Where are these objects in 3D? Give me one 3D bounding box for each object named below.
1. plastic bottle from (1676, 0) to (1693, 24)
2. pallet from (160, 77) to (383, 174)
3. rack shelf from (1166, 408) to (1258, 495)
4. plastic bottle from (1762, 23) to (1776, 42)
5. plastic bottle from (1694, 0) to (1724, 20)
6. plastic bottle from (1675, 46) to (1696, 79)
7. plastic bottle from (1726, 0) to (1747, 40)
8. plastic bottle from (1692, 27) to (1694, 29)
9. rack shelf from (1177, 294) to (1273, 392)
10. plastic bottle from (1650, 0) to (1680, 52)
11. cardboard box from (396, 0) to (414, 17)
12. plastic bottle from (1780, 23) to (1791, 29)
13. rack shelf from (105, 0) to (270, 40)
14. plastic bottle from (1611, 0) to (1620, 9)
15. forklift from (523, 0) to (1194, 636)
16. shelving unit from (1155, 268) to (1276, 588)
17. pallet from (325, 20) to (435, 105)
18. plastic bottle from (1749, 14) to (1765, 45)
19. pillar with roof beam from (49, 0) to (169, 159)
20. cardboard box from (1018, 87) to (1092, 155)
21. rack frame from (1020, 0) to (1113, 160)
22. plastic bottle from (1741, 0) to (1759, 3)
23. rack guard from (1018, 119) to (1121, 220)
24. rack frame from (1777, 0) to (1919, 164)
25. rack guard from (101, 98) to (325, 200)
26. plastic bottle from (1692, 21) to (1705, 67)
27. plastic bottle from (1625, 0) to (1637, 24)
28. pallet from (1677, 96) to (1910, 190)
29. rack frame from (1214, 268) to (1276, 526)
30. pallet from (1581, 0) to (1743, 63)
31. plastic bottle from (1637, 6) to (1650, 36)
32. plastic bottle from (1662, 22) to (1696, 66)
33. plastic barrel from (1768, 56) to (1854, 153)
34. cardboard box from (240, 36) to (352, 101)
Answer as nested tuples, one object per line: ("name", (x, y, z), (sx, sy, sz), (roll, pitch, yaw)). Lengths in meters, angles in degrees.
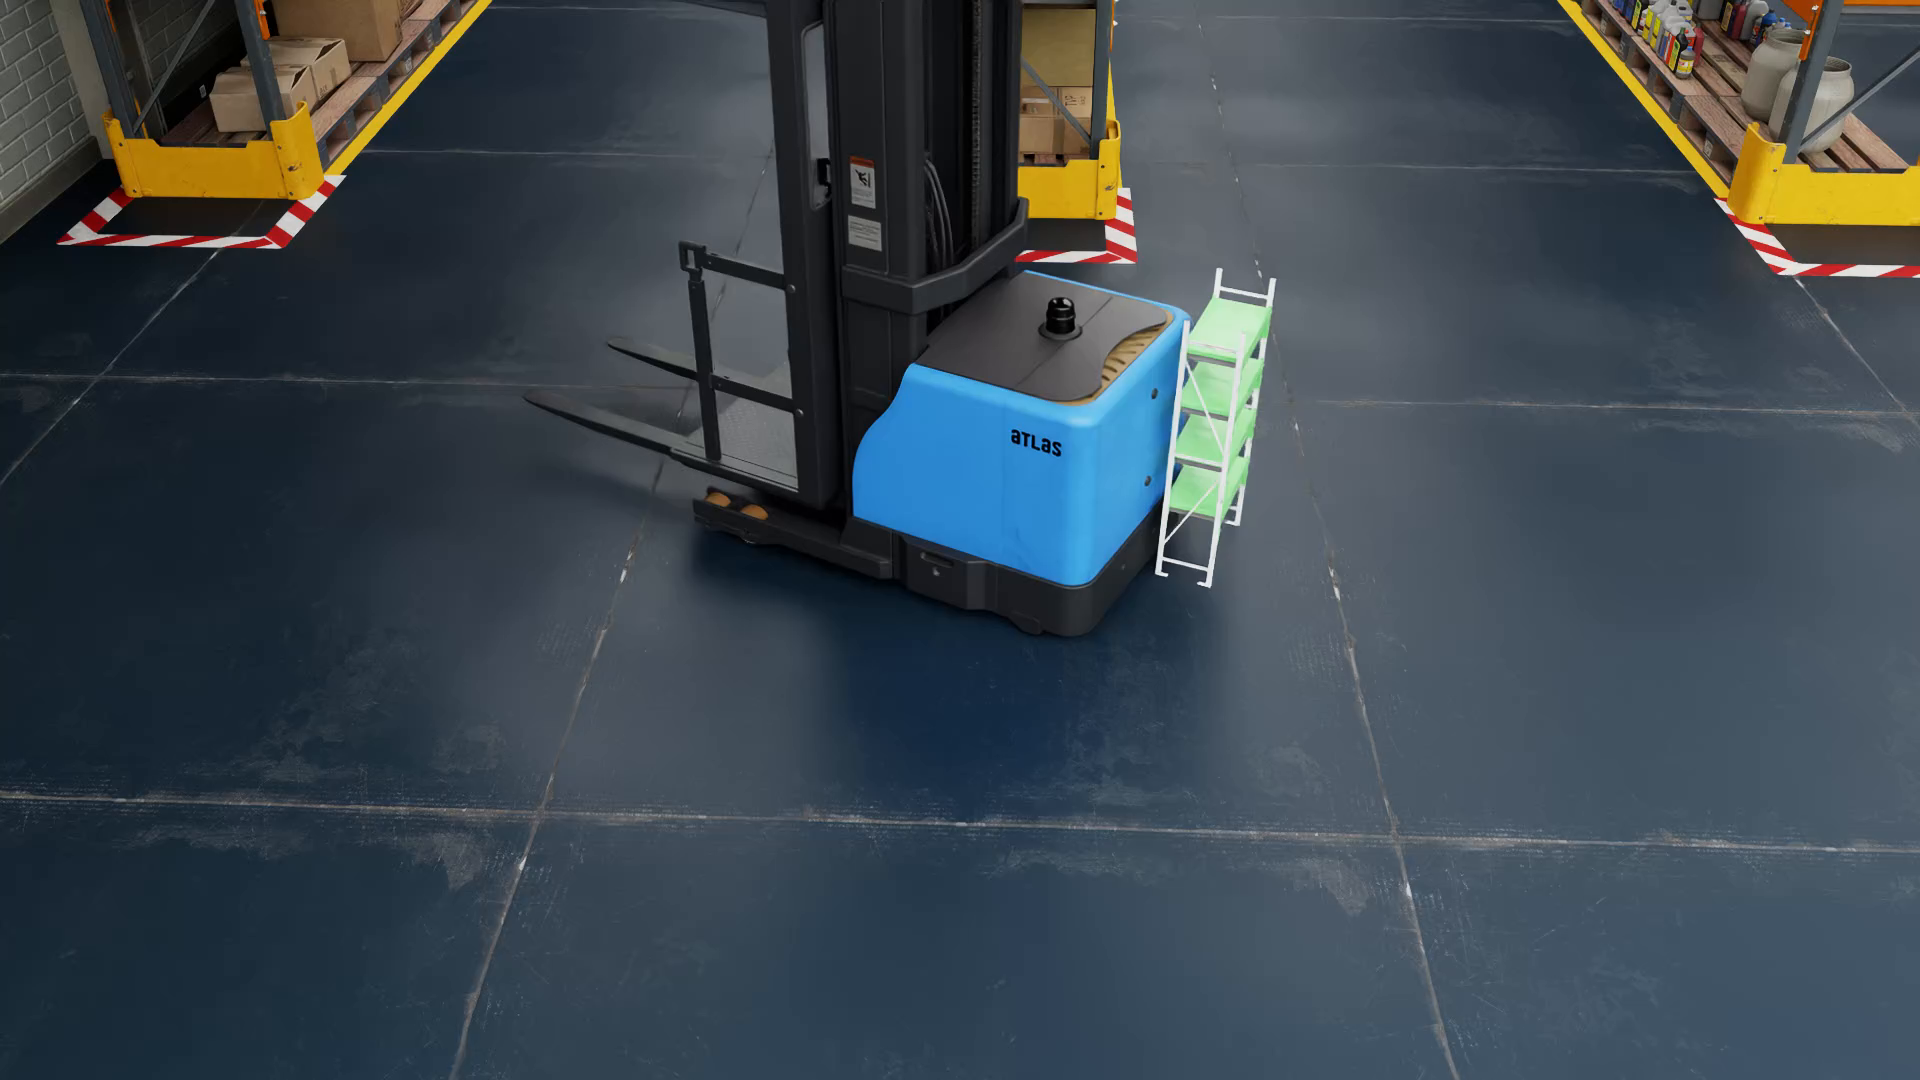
("plastic bottle", (5.150, -3.725, 11.928), (0.152, 0.276, 0.135), (1, 35, 2))
("pallet", (-4.517, -2.755, 10.987), (1.003, 0.211, 1.213), (1, 35, 2))
("rack shelf", (1.043, -0.397, 6.876), (0.258, 0.148, 0.480), (14, 37, 17))
("plastic bottle", (5.717, -3.538, 11.727), (0.097, 0.201, 0.097), (0, 35, 0))
("plastic bottle", (5.578, -4.023, 12.352), (0.152, 0.276, 0.135), (1, 35, 2))
("plastic bottle", (4.947, -3.258, 11.328), (0.097, 0.201, 0.097), (0, 35, 0))
("plastic bottle", (5.597, -3.761, 11.972), (0.061, 0.283, 0.133), (1, 35, 2))
("plastic bottle", (5.116, -3.490, 11.658), (0.097, 0.201, 0.097), (0, 35, 0))
("rack shelf", (1.054, -0.787, 6.597), (0.258, 0.148, 0.480), (14, 37, 17))
("plastic bottle", (4.993, -3.638, 11.739), (0.144, 0.351, 0.185), (3, 35, 4))
("cardboard box", (-4.429, -4.245, 12.472), (0.500, 0.500, 0.500), (-1, 35, -2))
("plastic bottle", (5.709, -3.453, 11.544), (0.097, 0.271, 0.097), (0, 35, 0))
("rack shelf", (-4.507, -4.241, 11.301), (1.077, 0.370, 4.000), (1, 35, 2))
("plastic bottle", (5.036, -4.162, 12.549), (0.152, 0.276, 0.135), (3, 35, 4))
("forklift", (-0.579, -1.428, 6.733), (3.031, 2.935, 1.130), (18, 39, 24))
("shelving unit", (1.044, -0.449, 6.839), (0.258, 1.200, 0.503), (14, 37, 17))
("pallet", (-4.465, -3.454, 11.981), (1.003, 0.211, 1.213), (1, 35, 2))
("plastic bottle", (5.726, -3.657, 11.895), (0.097, 0.201, 0.097), (0, 35, 0))
("pillar with roof beam", (-1.122, -6.164, 8.194), (9.100, 9.000, 0.400), (1, 35, 2))
("cardboard box", (0.606, -2.624, 10.401), (0.500, 0.250, 0.500), (1, 35, 2))
("rack frame", (0.362, -3.274, 9.300), (1.000, 3.000, 0.127), (1, 35, 2))
("plastic bottle", (5.714, -3.879, 12.082), (0.144, 0.351, 0.185), (1, 35, 2))
("rack guard", (0.361, -2.238, 9.999), (1.175, 0.500, 0.348), (1, 35, 2))
("rack frame", (5.312, -3.158, 9.134), (1.000, 3.000, 0.127), (1, 35, 2))
("rack guard", (-4.584, -2.407, 10.241), (1.175, 0.500, 0.348), (1, 35, 2))
("plastic bottle", (5.091, -3.434, 11.507), (0.061, 0.283, 0.133), (1, 35, 2))
("plastic bottle", (5.018, -3.989, 12.239), (0.144, 0.351, 0.185), (0, 35, 0))
("pallet", (5.306, -2.528, 10.664), (1.003, 0.211, 1.213), (1, 35, 2))
("rack frame", (1.135, -0.579, 7.025), (0.240, 1.200, 0.015), (14, 37, 17))
("pallet", (5.404, -3.930, 12.658), (1.003, 0.211, 1.213), (1, 35, 2))
("plastic bottle", (4.983, -3.766, 12.051), (0.097, 0.201, 0.097), (0, 35, 0))
("plastic bottle", (4.985, -3.433, 11.512), (0.152, 0.276, 0.135), (2, 35, 2))
("plastic barrel", (5.262, -2.691, 10.269), (0.421, 0.512, 0.421), (0, 35, 0))
("cardboard box", (-4.447, -3.189, 11.135), (0.500, 0.311, 0.500), (4, 35, 6))
